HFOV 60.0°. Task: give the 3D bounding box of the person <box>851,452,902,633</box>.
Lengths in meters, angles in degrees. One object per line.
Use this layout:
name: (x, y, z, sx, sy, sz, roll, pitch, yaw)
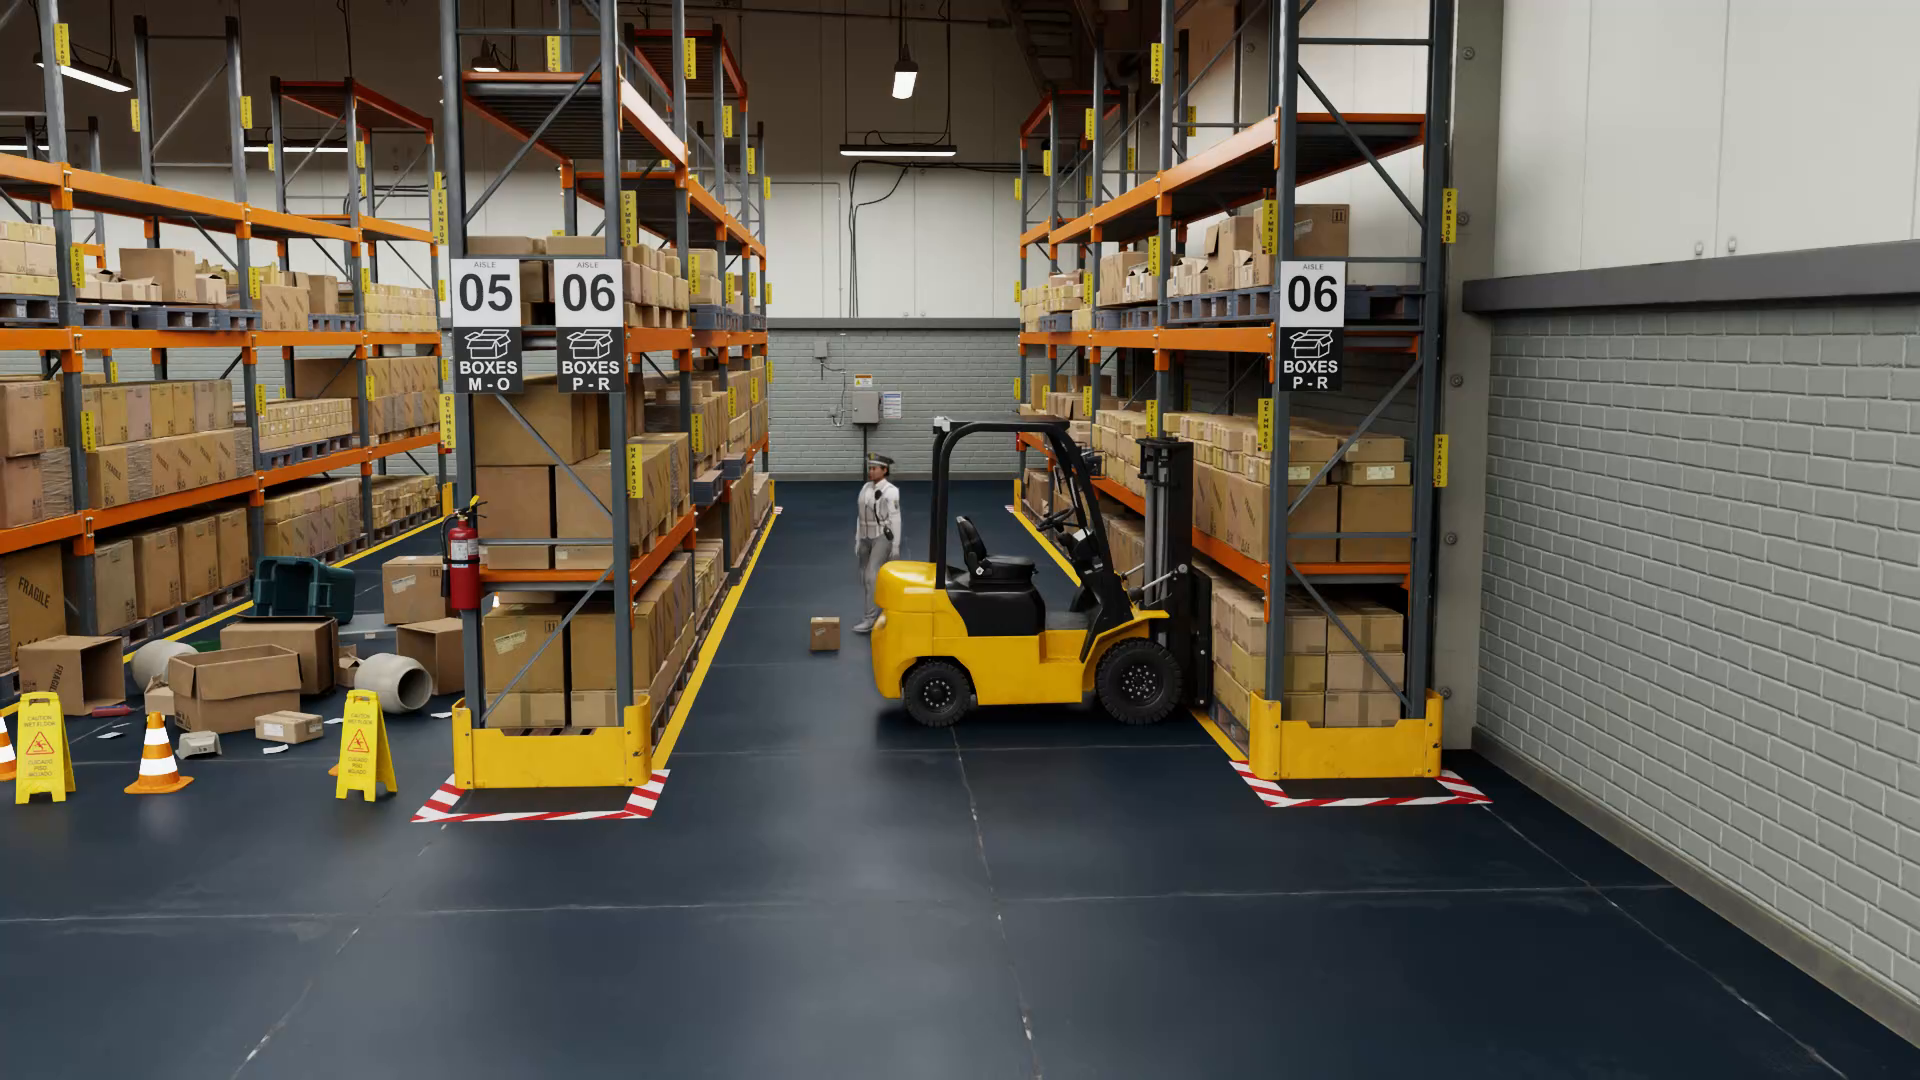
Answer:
person: (-0.745, 0.003, 15.544, 0.769, 1.656, 0.487, -7, 10, -43)
